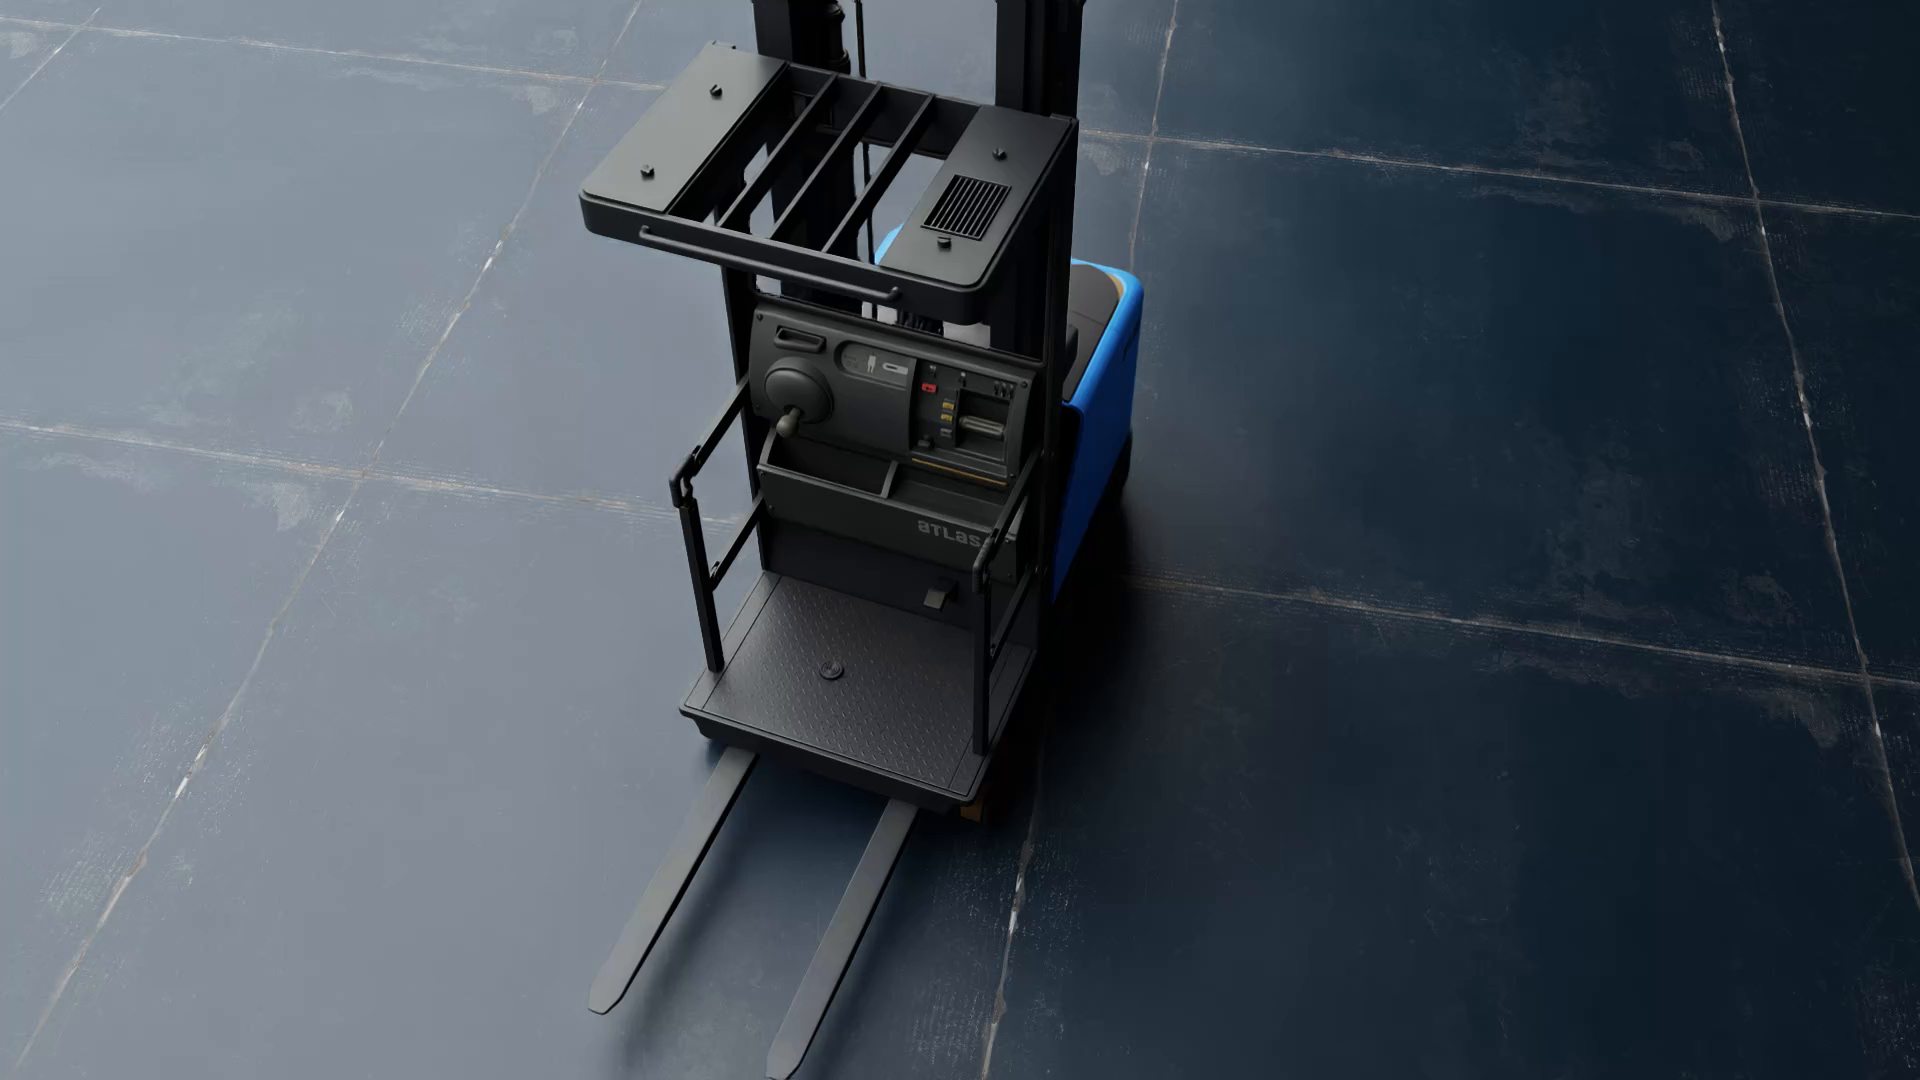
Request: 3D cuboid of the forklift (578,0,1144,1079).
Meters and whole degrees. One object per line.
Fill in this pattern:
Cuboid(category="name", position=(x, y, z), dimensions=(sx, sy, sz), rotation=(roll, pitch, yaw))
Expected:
Cuboid(category="forklift", position=(-0.300, -0.351, 5.067), dimensions=(1.130, 2.935, 3.031), rotation=(16, 50, 14))
